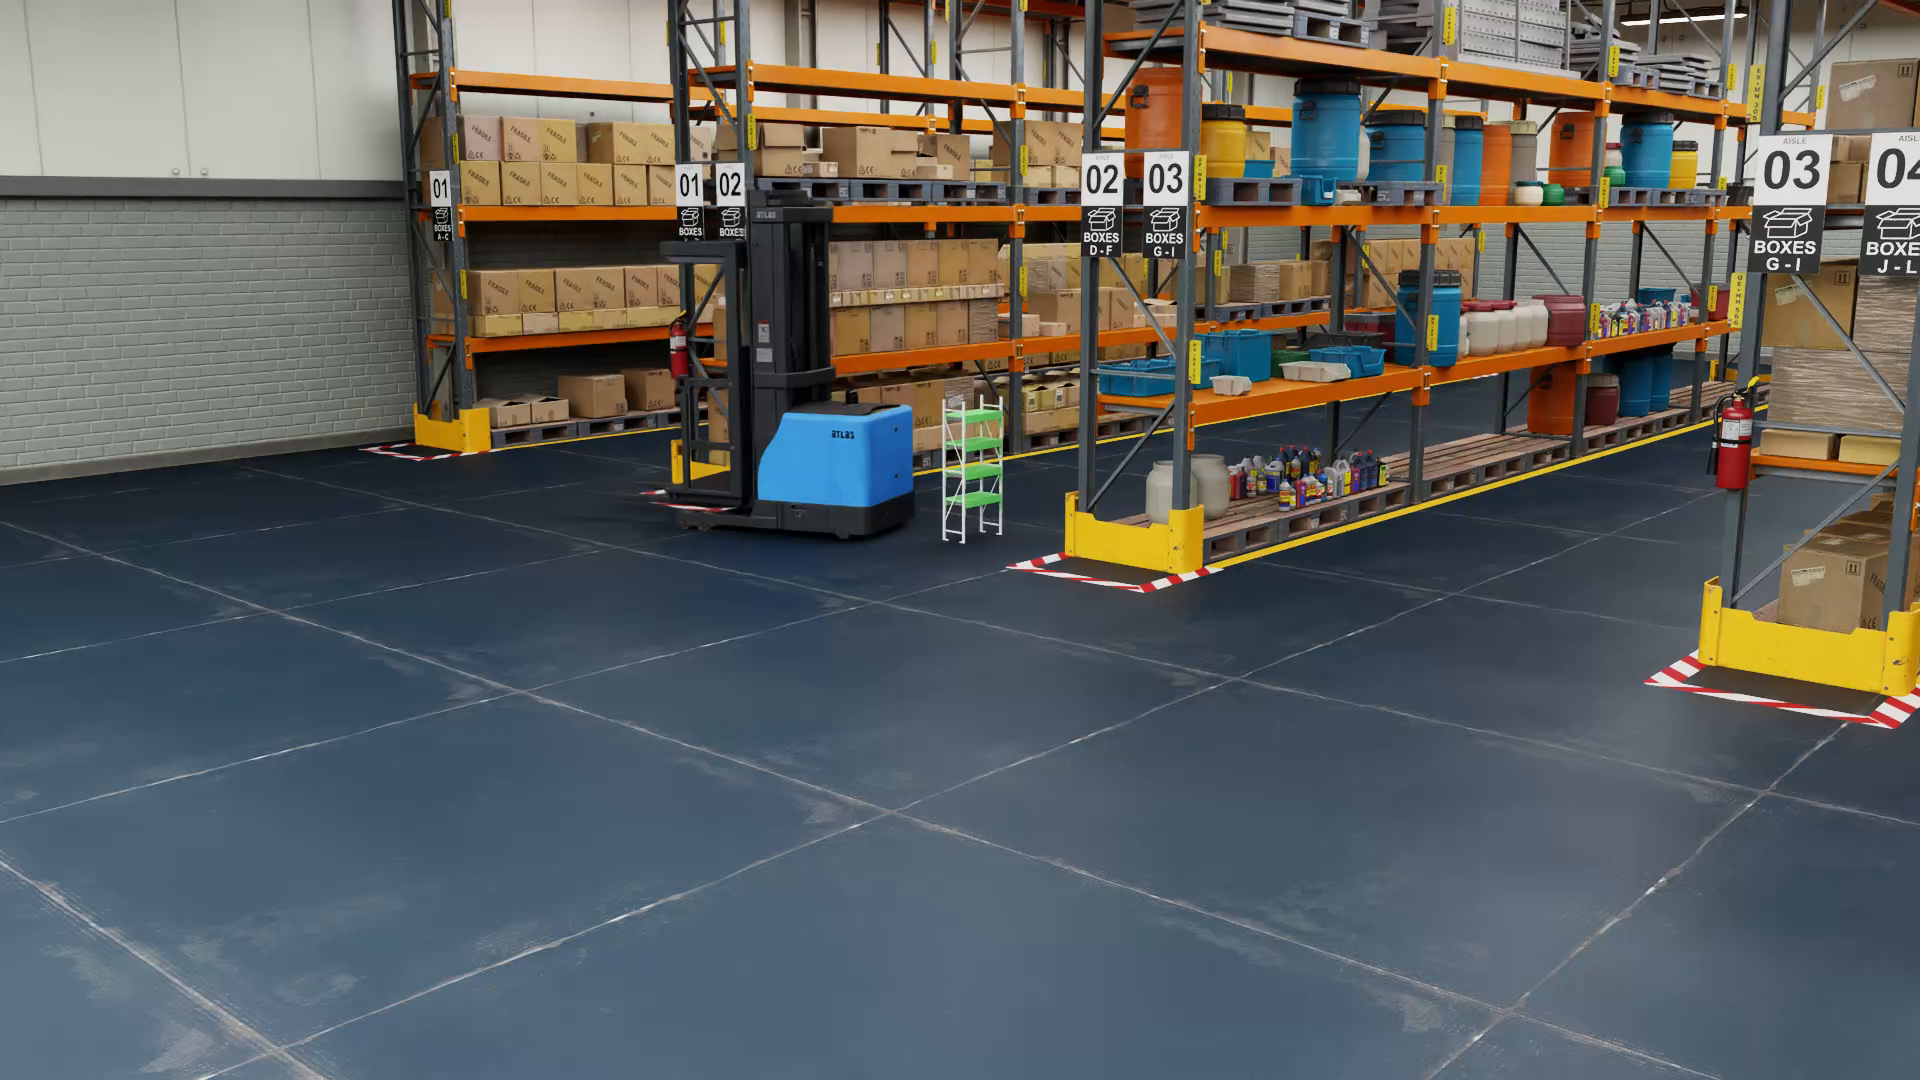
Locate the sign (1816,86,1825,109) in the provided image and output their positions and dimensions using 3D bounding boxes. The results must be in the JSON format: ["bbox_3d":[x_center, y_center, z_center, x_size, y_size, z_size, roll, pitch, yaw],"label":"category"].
[{"bbox_3d":[12.355,-6.354,23.874,0.100,0.325,0.005,10,15,40],"label":"sign"}]

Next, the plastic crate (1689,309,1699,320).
[{"bbox_3d":[9.705,-3.001,22.098,0.396,0.136,0.243,10,15,40],"label":"plastic crate"}]

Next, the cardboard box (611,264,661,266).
[{"bbox_3d":[-4.244,-3.341,21.698,0.500,0.500,0.500,10,15,40],"label":"cardboard box"}]

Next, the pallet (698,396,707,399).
[{"bbox_3d":[-2.919,-1.902,23.196,1.003,0.211,1.213,10,15,40],"label":"pallet"}]

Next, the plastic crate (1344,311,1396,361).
[{"bbox_3d":[4.099,-2.016,16.484,0.402,0.464,0.583,10,15,40],"label":"plastic crate"}]

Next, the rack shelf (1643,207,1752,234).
[{"bbox_3d":[10.611,-4.463,23.078,1.077,0.370,4.000,10,15,40],"label":"rack shelf"}]

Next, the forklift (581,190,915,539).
[{"bbox_3d":[-1.969,-1.609,14.785,3.031,2.935,1.130,5,12,22],"label":"forklift"}]

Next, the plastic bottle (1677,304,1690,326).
[{"bbox_3d":[9.273,-2.890,21.341,0.152,0.276,0.135,10,15,40],"label":"plastic bottle"}]

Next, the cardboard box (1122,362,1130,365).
[{"bbox_3d":[2.365,-2.197,22.068,0.500,0.311,0.500,10,15,42],"label":"cardboard box"}]

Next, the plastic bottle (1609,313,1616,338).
[{"bbox_3d":[7.607,-2.509,19.413,0.061,0.283,0.133,10,15,40],"label":"plastic bottle"}]

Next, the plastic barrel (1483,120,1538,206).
[{"bbox_3d":[5.945,-4.086,18.074,0.600,0.901,0.600,0,11,0],"label":"plastic barrel"}]

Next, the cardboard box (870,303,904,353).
[{"bbox_3d":[-1.011,-2.271,17.666,0.700,0.500,0.500,10,15,42],"label":"cardboard box"}]

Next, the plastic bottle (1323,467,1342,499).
[{"bbox_3d":[3.351,-0.523,15.001,0.152,0.276,0.135,10,15,41],"label":"plastic bottle"}]

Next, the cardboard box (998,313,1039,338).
[{"bbox_3d":[0.584,-2.519,19.550,0.500,0.250,0.500,11,16,44],"label":"cardboard box"}]

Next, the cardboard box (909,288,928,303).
[{"bbox_3d":[-0.567,-2.628,17.798,0.380,0.149,0.250,10,15,42],"label":"cardboard box"}]

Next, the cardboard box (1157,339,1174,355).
[{"bbox_3d":[3.440,-3.637,30.071,0.700,0.500,0.500,9,14,39],"label":"cardboard box"}]

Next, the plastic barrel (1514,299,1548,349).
[{"bbox_3d":[6.132,-2.338,17.975,0.421,0.512,0.421,0,11,0],"label":"plastic barrel"}]

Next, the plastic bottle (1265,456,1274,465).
[{"bbox_3d":[2.900,-0.646,15.598,0.061,0.283,0.133,11,15,43],"label":"plastic bottle"}]

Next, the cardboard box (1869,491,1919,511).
[{"bbox_3d":[7.064,-0.075,12.237,0.500,0.500,0.500,-7,13,-30],"label":"cardboard box"}]

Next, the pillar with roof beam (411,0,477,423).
[{"bbox_3d":[-3.027,-5.166,17.103,9.100,9.000,0.400,10,15,40],"label":"pillar with roof beam"}]

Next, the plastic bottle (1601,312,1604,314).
[{"bbox_3d":[8.040,-2.751,20.833,0.097,0.201,0.097,0,11,0],"label":"plastic bottle"}]

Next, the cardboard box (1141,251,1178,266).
[{"bbox_3d":[3.688,-4.883,30.233,0.980,0.700,0.700,10,15,40],"label":"cardboard box"}]

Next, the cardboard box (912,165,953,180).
[{"bbox_3d":[-0.300,-3.924,17.755,0.380,0.149,0.250,10,15,40],"label":"cardboard box"}]

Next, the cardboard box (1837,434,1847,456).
[{"bbox_3d":[5.288,-0.627,10.334,0.380,0.149,0.250,10,15,40],"label":"cardboard box"}]

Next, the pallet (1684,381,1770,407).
[{"bbox_3d":[11.357,-2.156,24.465,1.003,0.211,1.213,10,15,40],"label":"pallet"}]

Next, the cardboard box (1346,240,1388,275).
[{"bbox_3d":[6.095,-4.264,25.095,0.500,0.500,0.500,10,15,42],"label":"cardboard box"}]

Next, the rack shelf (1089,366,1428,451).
[{"bbox_3d":[2.689,-1.227,14.532,1.077,0.370,4.000,10,15,40],"label":"rack shelf"}]

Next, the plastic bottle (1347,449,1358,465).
[{"bbox_3d":[3.693,-0.677,15.584,0.144,0.351,0.185,10,15,40],"label":"plastic bottle"}]

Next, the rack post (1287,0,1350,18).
[{"bbox_3d":[2.625,-4.479,13.856,0.937,0.300,0.954,9,15,39],"label":"rack post"}]

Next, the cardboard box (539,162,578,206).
[{"bbox_3d":[-4.943,-4.264,19.938,0.500,0.500,0.500,11,16,43],"label":"cardboard box"}]

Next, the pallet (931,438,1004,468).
[{"bbox_3d":[-0.265,-1.036,18.859,1.003,0.211,1.213,10,15,40],"label":"pallet"}]

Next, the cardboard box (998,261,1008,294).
[{"bbox_3d":[0.402,-4.135,26.191,0.500,0.500,0.500,10,15,40],"label":"cardboard box"}]

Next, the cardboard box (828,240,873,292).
[{"bbox_3d":[-1.321,-2.839,17.198,0.700,0.500,0.500,10,15,41],"label":"cardboard box"}]

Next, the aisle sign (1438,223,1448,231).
[{"bbox_3d":[8.037,-5.603,27.969,0.394,0.787,0.004,10,15,40],"label":"aisle sign"}]

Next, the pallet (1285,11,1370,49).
[{"bbox_3d":[2.681,-4.222,13.877,1.003,0.211,1.213,10,15,40],"label":"pallet"}]

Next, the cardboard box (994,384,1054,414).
[{"bbox_3d":[0.751,-1.676,19.461,0.500,0.311,0.500,10,15,41],"label":"cardboard box"}]

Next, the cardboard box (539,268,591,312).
[{"bbox_3d":[-4.852,-3.048,20.232,0.500,0.500,0.500,9,14,39],"label":"cardboard box"}]

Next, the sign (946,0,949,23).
[{"bbox_3d":[-0.124,-6.022,18.800,0.100,0.325,0.005,10,15,40],"label":"sign"}]

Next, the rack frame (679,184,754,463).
[{"bbox_3d":[-2.349,-1.926,16.198,1.000,3.000,0.127,10,15,40],"label":"rack frame"}]

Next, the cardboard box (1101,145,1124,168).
[{"bbox_3d":[2.530,-6.421,28.181,0.500,0.500,0.500,10,15,40],"label":"cardboard box"}]

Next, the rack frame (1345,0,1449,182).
[{"bbox_3d":[4.010,-4.816,15.348,1.000,3.000,0.127,10,15,40],"label":"rack frame"}]

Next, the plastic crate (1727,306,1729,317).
[{"bbox_3d":[10.437,-3.223,22.839,0.437,0.282,0.530,10,15,40],"label":"plastic crate"}]

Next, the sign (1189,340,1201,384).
[{"bbox_3d":[1.780,-1.349,12.602,0.100,0.325,0.005,10,15,40],"label":"sign"}]

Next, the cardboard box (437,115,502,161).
[{"bbox_3d":[-5.636,-4.612,19.125,0.500,0.500,0.500,8,14,36],"label":"cardboard box"}]

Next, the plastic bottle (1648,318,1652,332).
[{"bbox_3d":[8.401,-2.651,20.334,0.097,0.201,0.097,0,11,0],"label":"plastic bottle"}]

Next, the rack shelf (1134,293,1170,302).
[{"bbox_3d":[3.169,-4.273,29.785,1.077,0.370,4.000,10,15,40],"label":"rack shelf"}]

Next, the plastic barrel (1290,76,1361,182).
[{"bbox_3d":[3.272,-3.664,14.887,0.600,0.901,0.708,10,15,40],"label":"plastic barrel"}]

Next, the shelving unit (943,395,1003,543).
[{"bbox_3d":[0.109,-0.613,14.216,0.258,1.200,0.503,10,15,40],"label":"shelving unit"}]

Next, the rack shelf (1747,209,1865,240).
[{"bbox_3d":[6.410,-2.057,11.032,1.077,0.370,4.000,10,15,40],"label":"rack shelf"}]

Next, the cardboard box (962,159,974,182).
[{"bbox_3d":[-0.204,-5.643,25.767,0.700,0.500,0.500,9,14,37],"label":"cardboard box"}]

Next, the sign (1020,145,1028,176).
[{"bbox_3d":[0.709,-4.207,18.434,0.100,0.325,0.005,10,15,40],"label":"sign"}]

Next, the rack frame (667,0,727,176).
[{"bbox_3d":[-3.432,-6.097,21.761,1.000,3.000,0.127,10,15,40],"label":"rack frame"}]

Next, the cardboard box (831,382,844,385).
[{"bbox_3d":[-1.570,-1.418,17.686,0.500,0.500,0.500,10,15,40],"label":"cardboard box"}]

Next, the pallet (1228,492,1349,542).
[{"bbox_3d":[2.730,-0.233,14.838,1.003,0.211,1.213,10,15,40],"label":"pallet"}]

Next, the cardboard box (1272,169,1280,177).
[{"bbox_3d":[3.874,-4.843,22.889,0.910,0.500,0.500,10,15,40],"label":"cardboard box"}]

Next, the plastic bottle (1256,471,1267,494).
[{"bbox_3d":[2.757,-0.525,15.205,0.097,0.201,0.097,0,11,0],"label":"plastic bottle"}]
